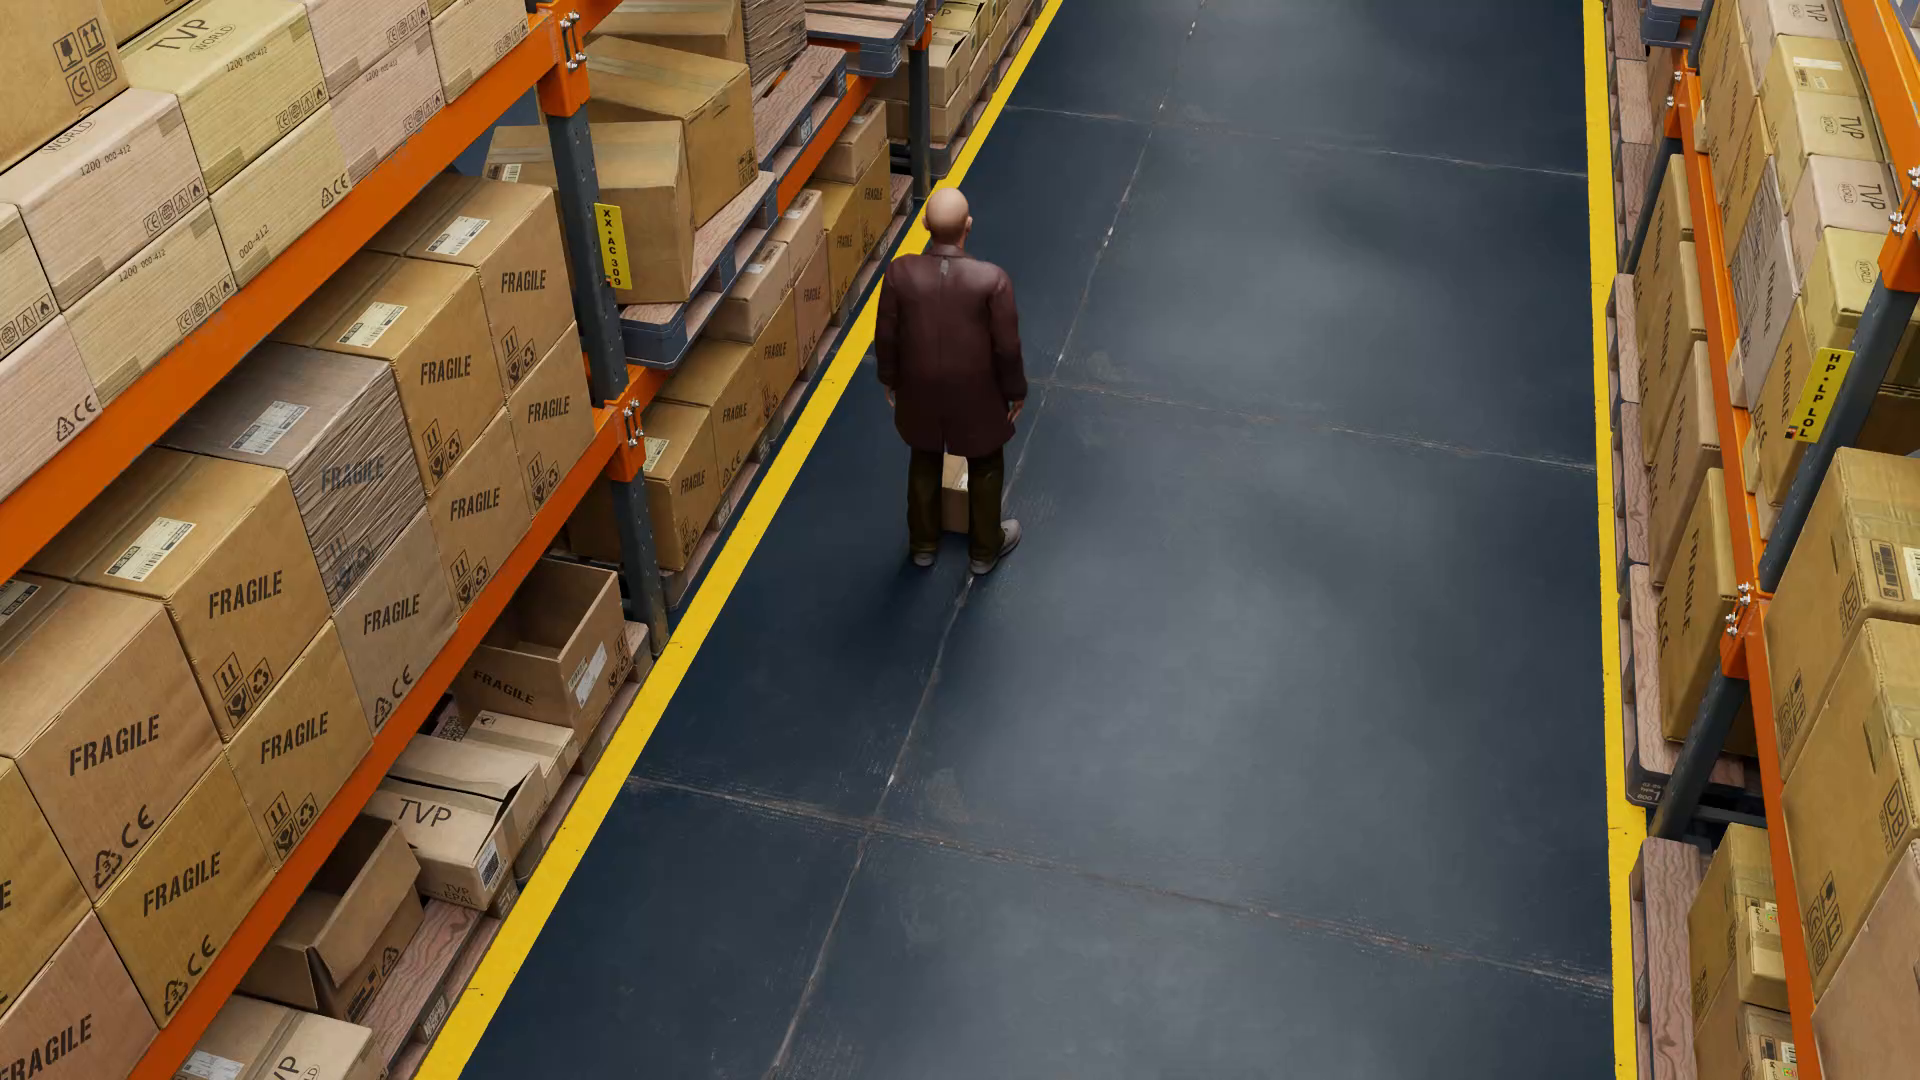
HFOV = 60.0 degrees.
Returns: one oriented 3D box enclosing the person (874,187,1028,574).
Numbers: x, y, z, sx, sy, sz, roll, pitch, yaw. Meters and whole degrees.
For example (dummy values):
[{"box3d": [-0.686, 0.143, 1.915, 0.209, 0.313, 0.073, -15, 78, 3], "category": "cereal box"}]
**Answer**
[{"box3d": [-0.034, -0.632, 6.910, 0.642, 1.773, 0.428, 9, 41, 10], "category": "person"}]
